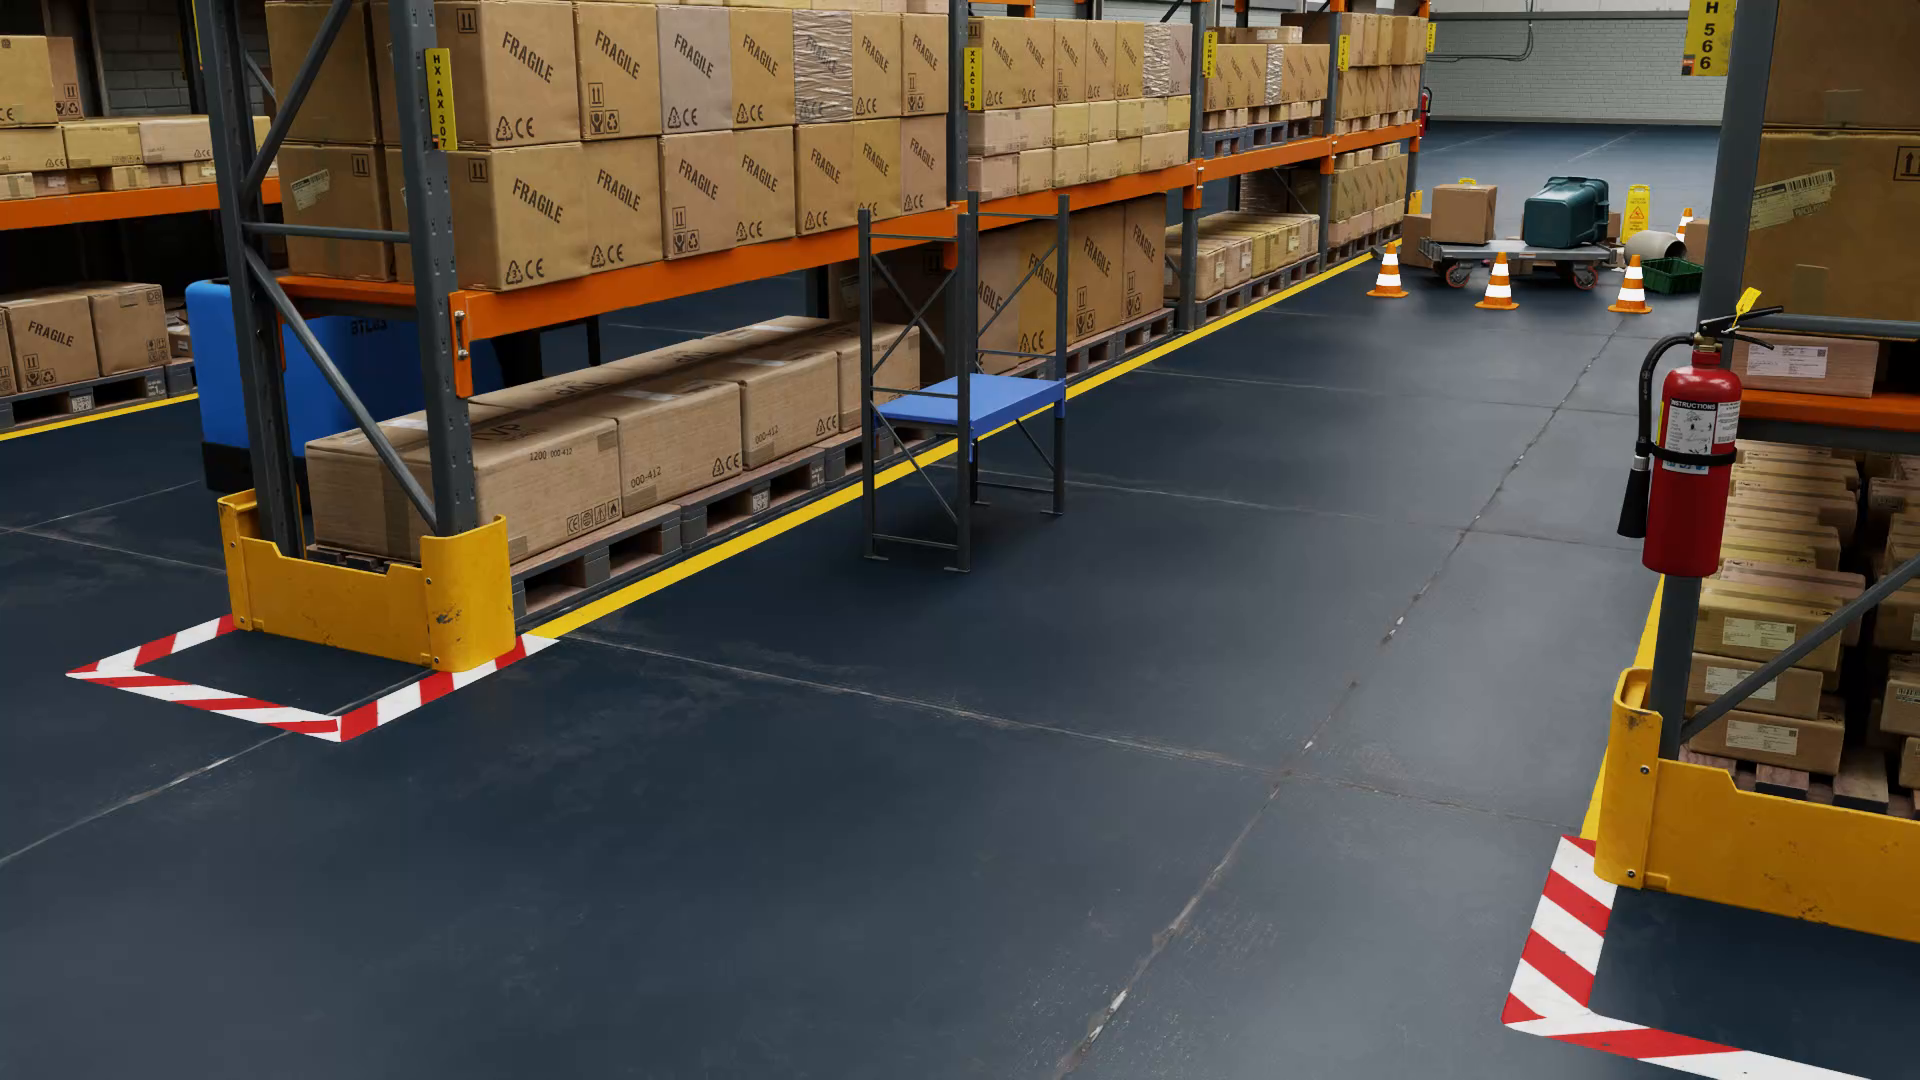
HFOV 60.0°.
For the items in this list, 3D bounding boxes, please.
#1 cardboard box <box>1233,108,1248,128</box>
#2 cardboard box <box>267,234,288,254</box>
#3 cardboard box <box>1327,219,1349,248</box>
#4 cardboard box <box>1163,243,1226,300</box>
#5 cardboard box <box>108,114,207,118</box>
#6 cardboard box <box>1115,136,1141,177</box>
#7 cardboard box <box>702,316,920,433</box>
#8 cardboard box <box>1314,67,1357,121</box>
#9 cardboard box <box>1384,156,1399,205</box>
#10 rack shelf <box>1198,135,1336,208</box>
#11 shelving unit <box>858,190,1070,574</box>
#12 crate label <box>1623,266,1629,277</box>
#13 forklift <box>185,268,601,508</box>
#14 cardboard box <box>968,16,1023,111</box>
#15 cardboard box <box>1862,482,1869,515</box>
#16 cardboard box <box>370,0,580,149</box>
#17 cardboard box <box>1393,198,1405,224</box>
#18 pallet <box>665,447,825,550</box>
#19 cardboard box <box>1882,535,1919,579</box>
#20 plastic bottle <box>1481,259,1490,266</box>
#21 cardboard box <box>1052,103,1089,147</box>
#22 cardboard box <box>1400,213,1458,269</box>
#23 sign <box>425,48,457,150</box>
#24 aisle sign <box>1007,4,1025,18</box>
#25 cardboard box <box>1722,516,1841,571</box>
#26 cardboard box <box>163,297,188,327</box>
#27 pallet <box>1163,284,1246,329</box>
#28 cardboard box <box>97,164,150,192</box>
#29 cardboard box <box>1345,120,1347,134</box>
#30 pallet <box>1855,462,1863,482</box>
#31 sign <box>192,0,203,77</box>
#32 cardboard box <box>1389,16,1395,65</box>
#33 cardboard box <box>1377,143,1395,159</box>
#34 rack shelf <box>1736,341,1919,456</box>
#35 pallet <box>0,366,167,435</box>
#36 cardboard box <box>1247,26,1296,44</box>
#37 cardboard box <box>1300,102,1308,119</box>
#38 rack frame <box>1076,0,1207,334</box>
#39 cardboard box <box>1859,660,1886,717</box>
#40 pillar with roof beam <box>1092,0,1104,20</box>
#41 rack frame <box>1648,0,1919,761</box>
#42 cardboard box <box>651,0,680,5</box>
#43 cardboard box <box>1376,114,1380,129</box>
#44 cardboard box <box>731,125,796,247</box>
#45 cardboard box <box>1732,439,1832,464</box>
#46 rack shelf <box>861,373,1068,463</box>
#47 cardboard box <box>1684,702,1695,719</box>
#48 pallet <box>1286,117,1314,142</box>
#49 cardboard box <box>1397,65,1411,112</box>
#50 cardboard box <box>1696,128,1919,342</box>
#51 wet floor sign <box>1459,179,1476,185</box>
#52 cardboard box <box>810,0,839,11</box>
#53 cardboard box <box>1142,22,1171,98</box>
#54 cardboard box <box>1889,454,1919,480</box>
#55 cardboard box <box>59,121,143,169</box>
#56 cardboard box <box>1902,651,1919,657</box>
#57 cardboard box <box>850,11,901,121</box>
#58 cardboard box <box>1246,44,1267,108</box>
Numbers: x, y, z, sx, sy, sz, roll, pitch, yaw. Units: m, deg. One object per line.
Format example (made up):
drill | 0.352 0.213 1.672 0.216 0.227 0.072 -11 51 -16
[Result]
cardboard box | 2.131 -3.458 13.603 0.380 0.149 0.250 8 18 26
cardboard box | -4.965 -2.175 12.094 0.380 0.149 0.250 7 18 23
cardboard box | 3.651 -3.137 16.910 0.500 0.250 0.500 7 18 23
cardboard box | 1.620 -2.204 13.553 0.950 0.372 0.625 7 18 22
cardboard box | -5.334 -2.710 11.121 0.500 0.250 0.500 8 18 25
cardboard box | 0.911 -2.627 11.365 0.500 0.250 0.500 8 18 25
cardboard box | -0.805 -0.927 9.140 0.875 0.438 0.875 8 18 25
cardboard box | 3.592 -4.405 16.390 0.500 0.500 0.500 8 18 25
cardboard box | 4.578 -4.029 18.596 0.500 0.500 0.500 9 19 27
rack shelf | 2.252 -3.284 14.576 1.077 0.370 4.000 8 18 25
shelving unit | 0.038 -0.741 7.384 0.538 1.500 1.048 8 18 25
crate label | 6.485 -2.536 15.822 0.298 0.136 0.250 -4 17 -13
forklift | -2.544 -1.897 8.764 1.130 2.935 3.031 9 19 27
cardboard box | 0.025 -2.703 9.425 0.500 0.500 0.500 8 18 26
cardboard box | 3.775 -0.161 6.544 0.380 0.149 0.250 8 18 26
cardboard box | -1.747 -1.695 6.030 0.500 0.500 0.500 8 18 24
cardboard box | 4.802 -3.794 19.121 0.500 0.250 0.500 8 18 25
pallet | -1.382 -0.268 8.056 1.003 0.211 1.213 8 18 25
cardboard box | 3.075 0.105 5.126 0.380 0.149 0.250 7 18 23
plastic bottle | 5.400 -2.820 16.910 0.133 0.061 0.283 12 20 35
cardboard box | 0.477 -2.606 10.415 0.500 0.250 0.500 8 18 26
cardboard box | 4.842 -3.041 16.880 0.500 0.500 0.500 -7 18 -22
sign | -1.722 -1.462 5.520 0.100 0.325 0.005 8 18 25
aisle sign | 0.783 -7.013 21.302 0.394 0.787 0.004 8 18 25
cardboard box | 2.605 0.039 5.350 0.380 0.149 0.250 7 18 23
cardboard box | -5.378 -1.505 11.308 0.500 0.311 0.500 9 19 27
pallet | 1.709 -1.981 13.825 1.003 0.211 1.213 8 18 25
cardboard box | -5.209 -2.227 10.195 0.380 0.149 0.250 8 18 25
cardboard box | 3.640 -4.128 16.596 0.380 0.149 0.250 9 19 27
pallet | 4.391 -0.358 8.359 1.003 0.211 1.213 8 18 25
sign | -2.695 -1.823 5.943 0.100 0.325 0.005 8 18 25
cardboard box | 4.185 -5.289 17.608 0.700 0.500 0.500 8 18 25
cardboard box | 4.590 -4.308 18.395 0.380 0.149 0.250 8 19 26
rack shelf | 3.151 -0.642 5.681 1.077 0.370 4.000 8 18 25
pallet | -5.723 -0.907 10.209 1.003 0.211 1.213 8 18 25
cardboard box | 2.744 -4.445 14.645 0.380 0.149 0.250 7 18 23
cardboard box | 2.946 -3.918 15.150 0.380 0.149 0.250 8 18 24
rack frame | 1.359 -3.119 12.758 1.000 3.000 0.127 8 18 25
cardboard box | 2.926 0.454 4.997 0.380 0.149 0.250 8 18 26
pillar with roof beam | 5.906 -9.581 23.978 9.100 9.000 0.400 8 18 25
rack frame | 2.257 -0.477 3.864 1.000 3.000 0.127 8 18 25
cardboard box | -1.366 -2.245 6.745 0.380 0.149 0.250 8 18 26
cardboard box | 4.241 -4.450 17.678 0.380 0.149 0.250 8 18 25
cardboard box | -1.091 -1.605 7.483 0.500 0.500 0.500 9 19 27
cardboard box | 3.178 -0.298 6.483 0.380 0.149 0.250 9 19 27
rack shelf | 0.038 -0.568 7.435 0.538 0.185 1.000 8 18 25
cardboard box | 2.330 0.449 5.014 0.380 0.149 0.250 9 19 27
pallet | 2.674 -3.870 15.623 1.003 0.211 1.213 8 18 25
cardboard box | 4.709 -5.047 18.551 0.500 0.500 0.500 8 18 25
cardboard box | 2.228 -0.815 4.303 0.500 0.500 0.500 9 19 26
wet floor sign | 5.976 -3.941 19.659 0.232 0.644 0.267 -15 22 -41
cardboard box | -0.793 -2.569 7.834 0.380 0.149 0.250 8 18 25
cardboard box | 1.140 -3.350 11.602 0.500 0.500 0.500 8 19 26
cardboard box | 3.711 -0.221 6.225 0.380 0.149 0.250 7 18 23
cardboard box | -5.326 -2.386 10.030 0.500 0.250 0.500 8 18 25
cardboard box | 2.894 0.382 4.717 0.380 0.149 0.250 8 18 25
cardboard box | -0.627 -2.344 8.216 0.500 0.500 0.500 8 18 25
cardboard box | 2.225 -3.866 13.837 0.500 0.500 0.500 8 19 26
